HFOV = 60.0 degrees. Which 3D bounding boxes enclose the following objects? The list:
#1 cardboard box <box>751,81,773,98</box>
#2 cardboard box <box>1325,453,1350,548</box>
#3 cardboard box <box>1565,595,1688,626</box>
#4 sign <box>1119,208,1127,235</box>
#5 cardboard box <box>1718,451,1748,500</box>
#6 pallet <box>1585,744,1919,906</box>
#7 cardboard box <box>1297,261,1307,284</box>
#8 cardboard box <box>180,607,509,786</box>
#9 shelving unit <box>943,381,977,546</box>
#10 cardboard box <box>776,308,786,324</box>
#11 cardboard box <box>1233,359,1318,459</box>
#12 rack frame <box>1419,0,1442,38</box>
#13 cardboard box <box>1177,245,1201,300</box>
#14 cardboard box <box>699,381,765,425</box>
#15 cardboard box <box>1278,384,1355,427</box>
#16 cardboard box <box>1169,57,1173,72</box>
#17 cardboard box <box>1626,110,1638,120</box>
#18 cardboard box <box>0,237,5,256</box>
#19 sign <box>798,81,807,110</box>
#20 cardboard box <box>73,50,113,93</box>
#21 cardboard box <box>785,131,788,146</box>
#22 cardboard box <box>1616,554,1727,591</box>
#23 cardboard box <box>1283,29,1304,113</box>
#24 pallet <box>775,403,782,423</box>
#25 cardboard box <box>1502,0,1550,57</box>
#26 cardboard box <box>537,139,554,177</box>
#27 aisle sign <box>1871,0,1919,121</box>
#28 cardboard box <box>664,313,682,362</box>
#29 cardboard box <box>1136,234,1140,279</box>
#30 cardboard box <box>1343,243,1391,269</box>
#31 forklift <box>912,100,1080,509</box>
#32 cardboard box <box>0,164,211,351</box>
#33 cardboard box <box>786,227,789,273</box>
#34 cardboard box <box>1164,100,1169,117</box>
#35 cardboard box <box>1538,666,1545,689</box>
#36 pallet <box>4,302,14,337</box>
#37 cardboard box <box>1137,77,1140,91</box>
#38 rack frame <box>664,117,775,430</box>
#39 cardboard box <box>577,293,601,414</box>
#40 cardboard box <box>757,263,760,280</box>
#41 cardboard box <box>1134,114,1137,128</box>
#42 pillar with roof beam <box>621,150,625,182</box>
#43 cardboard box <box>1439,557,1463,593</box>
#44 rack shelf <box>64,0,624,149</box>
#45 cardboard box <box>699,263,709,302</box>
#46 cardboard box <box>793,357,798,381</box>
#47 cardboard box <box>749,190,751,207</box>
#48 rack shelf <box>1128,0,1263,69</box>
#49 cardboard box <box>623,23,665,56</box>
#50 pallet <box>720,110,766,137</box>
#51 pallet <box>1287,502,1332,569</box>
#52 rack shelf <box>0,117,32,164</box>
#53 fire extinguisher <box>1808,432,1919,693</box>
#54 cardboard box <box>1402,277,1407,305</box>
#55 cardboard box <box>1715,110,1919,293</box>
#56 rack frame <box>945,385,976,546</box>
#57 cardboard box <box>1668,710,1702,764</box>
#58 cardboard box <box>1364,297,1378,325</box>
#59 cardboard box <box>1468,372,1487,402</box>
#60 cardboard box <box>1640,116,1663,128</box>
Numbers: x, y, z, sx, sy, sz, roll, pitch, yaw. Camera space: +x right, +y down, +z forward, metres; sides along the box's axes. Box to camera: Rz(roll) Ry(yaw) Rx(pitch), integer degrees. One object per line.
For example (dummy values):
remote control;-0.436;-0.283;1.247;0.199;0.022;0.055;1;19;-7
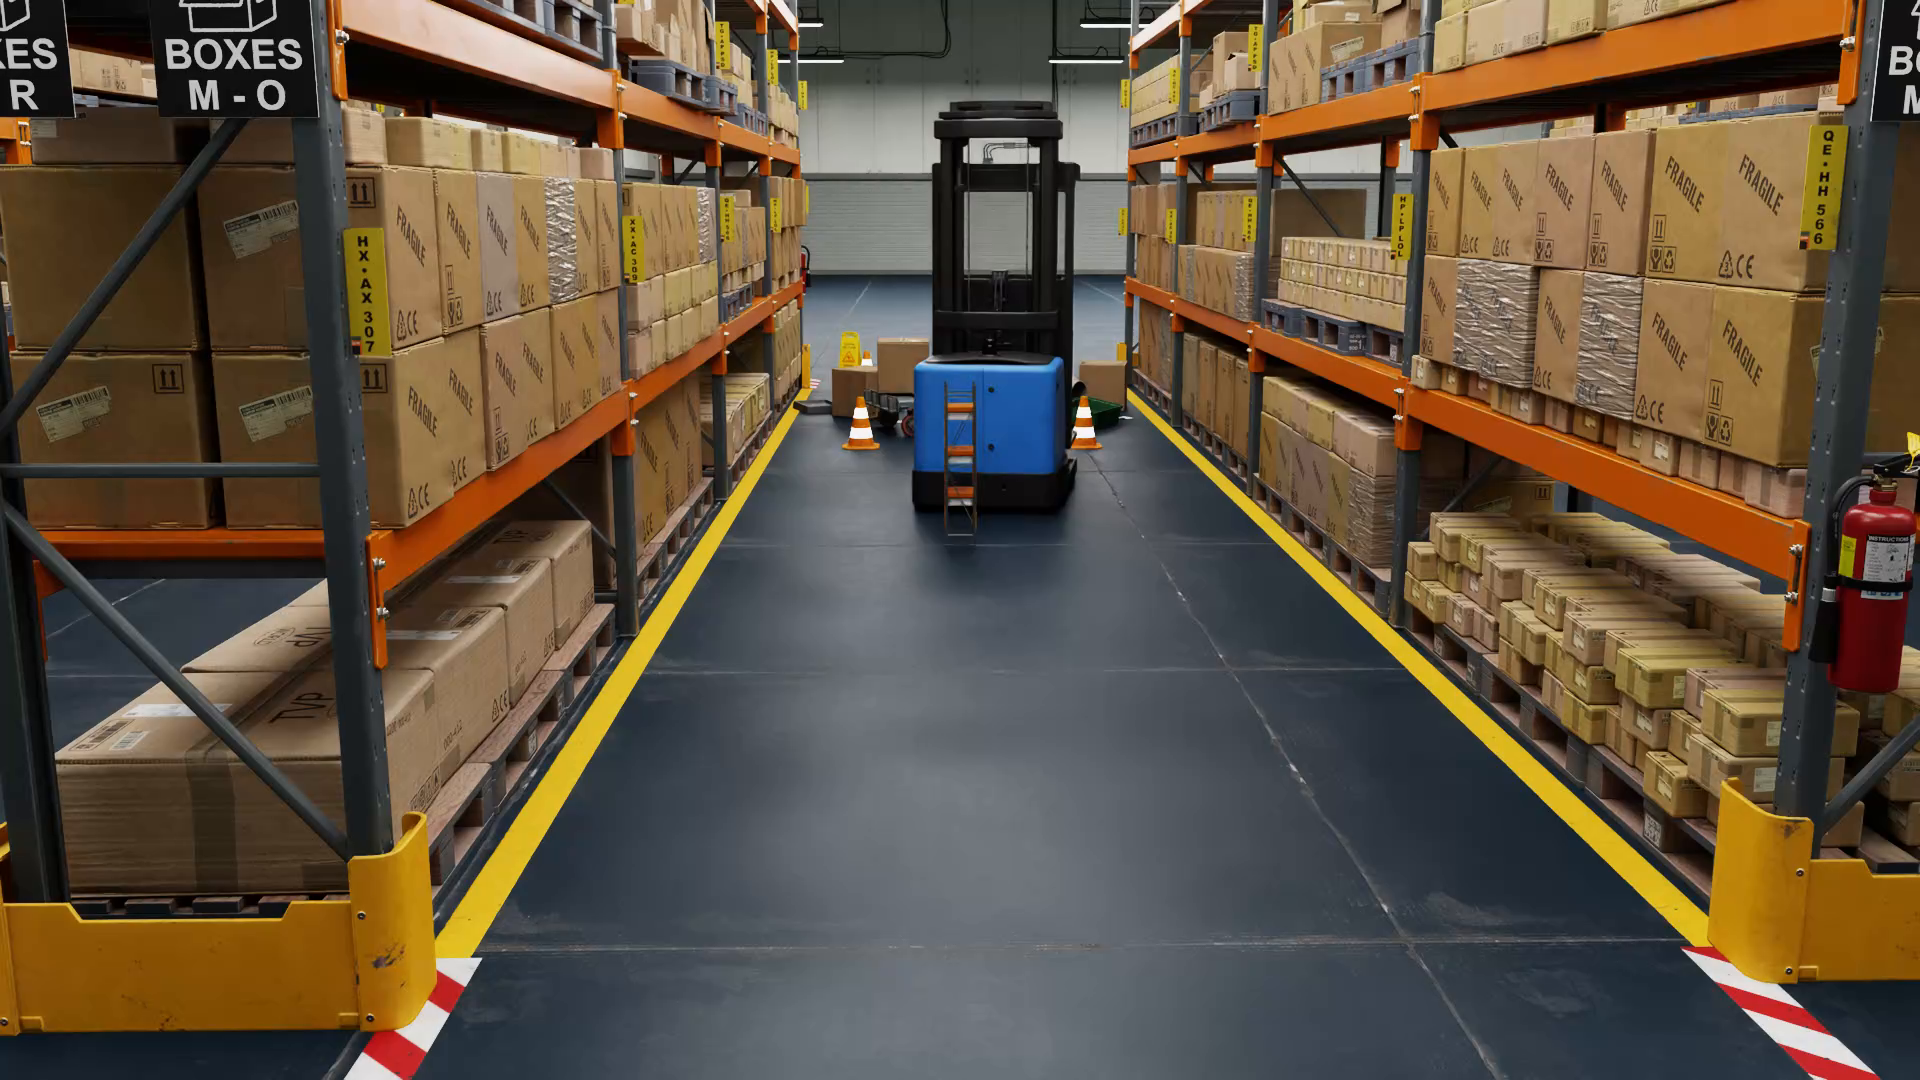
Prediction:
cardboard box;-2.013;-4.363;16.103;0.380;0.149;0.250;0;11;-2
cardboard box;2.502;-0.240;9.931;0.500;0.500;0.500;-1;11;-2
cardboard box;2.620;0.320;6.554;0.380;0.149;0.250;-1;11;-3
sign;1.976;-3.859;20.160;0.100;0.325;0.005;0;11;-1
cardboard box;2.605;-0.207;5.165;0.380;0.149;0.250;0;11;-1
pallet;2.879;0.973;5.730;1.003;0.211;1.213;0;11;-1
cardboard box;2.522;-1.831;11.369;0.380;0.149;0.250;-1;11;-3
cardboard box;-2.226;0.561;6.137;0.875;0.438;0.875;0;11;0
shelving unit;0.001;-0.504;10.902;0.215;1.050;0.252;0;11;-1
cardboard box;-2.030;-2.351;17.444;0.380;0.149;0.250;0;11;1
cardboard box;2.774;-1.031;13.201;1.050;0.750;0.750;0;11;-2
rack frame;2.779;-3.952;7.905;1.000;3.000;0.127;0;11;-1
cardboard box;2.356;-2.545;15.809;0.500;0.500;0.500;0;11;-1
cardboard box;-2.301;-1.232;15.142;0.950;0.372;0.625;0;11;2
cardboard box;2.479;-0.916;11.375;0.500;0.250;0.500;0;11;-2
cardboard box;2.283;-4.716;16.535;0.380;0.149;0.250;0;11;-1
cardboard box;7.247;-4.519;17.622;0.380;0.149;0.250;0;11;2
cardboard box;-6.925;-2.177;12.361;0.380;0.149;0.250;0;11;1
sign;-1.860;-5.259;19.665;0.100;0.325;0.005;0;11;-1
cardboard box;-7.095;-3.764;12.964;0.700;0.500;0.500;0;11;-2
cardboard box;-2.052;-4.329;17.938;0.380;0.149;0.250;0;11;-2
cardboard box;3.129;0.163;7.328;0.380;0.149;0.250;-1;11;-4
cardboard box;2.460;-3.112;11.057;0.500;0.500;0.500;0;11;-1
pallet;-2.382;-1.328;17.075;1.003;0.211;1.213;0;11;-1
cardboard box;2.535;-2.112;6.757;0.500;0.250;0.500;0;11;1
cardboard box;-1.887;-1.566;6.835;0.380;0.149;0.250;0;11;-2
aisle sign;2.563;-1.475;4.246;0.394;0.787;0.004;0;11;-1
cardboard box;-1.920;-1.191;9.763;0.500;0.250;0.500;0;11;-2
cardboard box;2.584;-3.397;19.881;0.875;0.550;0.550;0;11;-1
cardboard box;2.550;-1.724;10.092;0.380;0.149;0.250;-1;11;-4
forklift;0.362;-1.907;13.085;1.130;2.935;3.031;2;12;7
cardboard box;-2.333;-0.810;4.741;0.500;0.500;0.500;0;11;1
cardboard box;-2.125;-3.145;18.016;0.500;0.500;0.500;0;11;0
cardboard box;2.274;-4.376;16.865;0.380;0.149;0.250;0;11;0
cardboard box;2.615;0.563;6.853;0.380;0.149;0.250;0;11;0
pallet;-7.129;-1.517;11.473;1.213;0.211;1.003;0;11;-1
cardboard box;2.230;-5.221;19.025;0.380;0.149;0.250;0;11;-2
rack frame;-2.333;-2.561;16.140;1.000;3.000;0.127;0;11;-1
cardboard box;-1.886;-0.827;7.339;0.500;0.500;0.500;-1;11;-3
cardboard box;-2.017;-2.439;15.114;0.380;0.149;0.250;0;11;-2
cardboard box;2.224;-4.879;19.342;0.380;0.149;0.250;0;11;-1
pillar with roof beam;-4.457;-10.922;42.262;9.100;9.000;0.548;0;11;-1
cardboard box;2.562;0.157;8.105;0.380;0.149;0.250;0;11;-1
rack shelf;-2.126;-1.691;6.115;1.077;0.370;4.000;0;11;-1
cardboard box;-1.972;-1.741;11.215;0.500;0.250;0.500;-1;11;-3
cardboard box;-2.127;-1.952;18.997;0.500;0.250;0.500;0;11;-1
cardboard box;-2.070;-3.052;14.872;0.380;0.149;0.250;-1;11;-3
rack shelf;2.572;-5.391;17.814;1.077;0.370;4.000;0;11;-1
cardboard box;-1.844;-2.785;9.232;0.380;0.166;0.250;-1;12;-5
pallet;-2.427;-3.816;15.254;1.213;0.211;1.003;0;11;-1
pallet;2.733;-0.043;10.739;1.003;0.211;1.213;0;11;-1
rack shelf;-7.254;-3.260;13.850;1.077;0.370;4.000;0;11;-1
fire extinguisher;2.406;0.056;4.370;0.296;0.674;0.183;0;11;-1
cardboard box;2.573;-1.318;8.841;0.380;0.149;0.250;0;11;1
cardboard box;2.604;-0.991;4.886;0.500;0.500;0.500;0;11;-2
rack frame;0.004;-0.480;10.783;0.200;1.050;0.008;0;11;-1
cardboard box;2.614;0.673;5.562;0.380;0.149;0.250;-1;11;-2
cardboard box;2.559;-1.323;9.614;0.380;0.149;0.250;-1;11;-4
cardboard box;2.595;-0.727;7.730;0.380;0.149;0.250;-1;11;-4
cardboard box;7.304;-4.192;17.011;0.500;0.250;0.500;0;11;0
